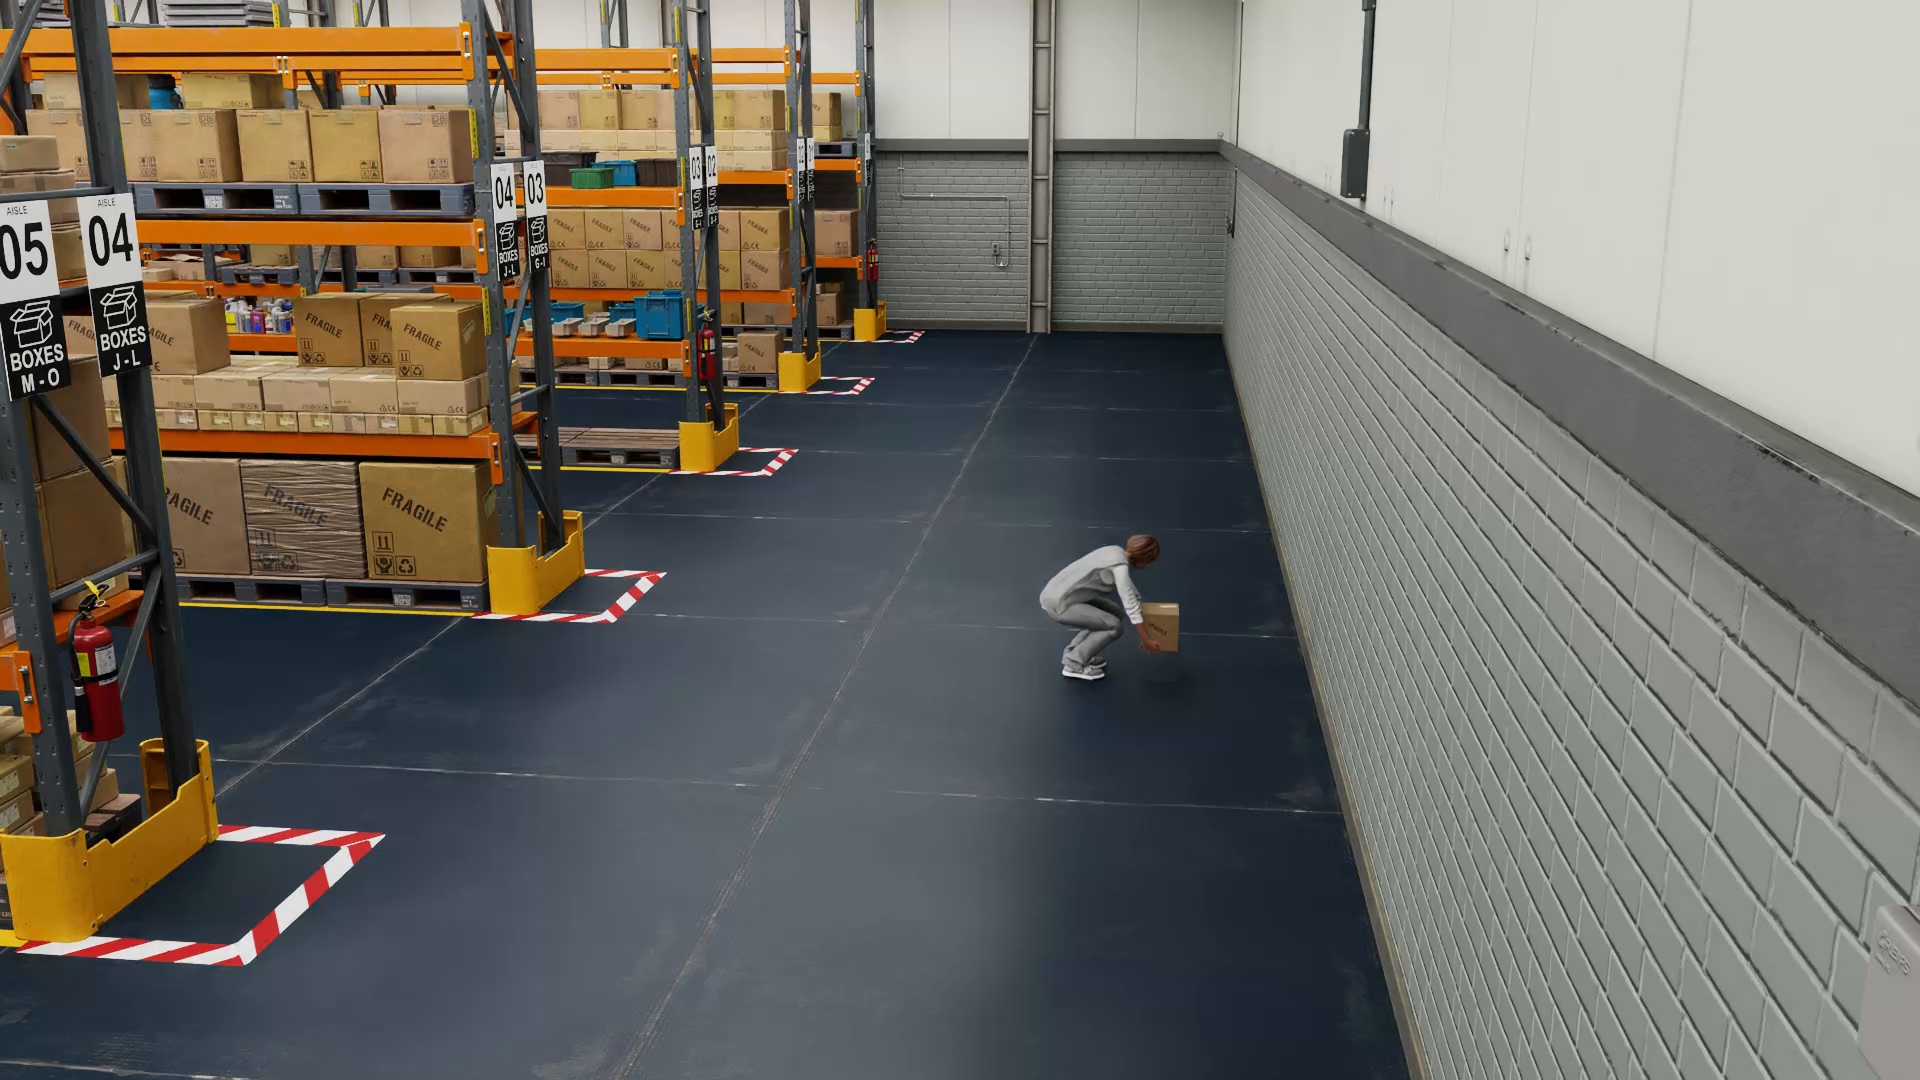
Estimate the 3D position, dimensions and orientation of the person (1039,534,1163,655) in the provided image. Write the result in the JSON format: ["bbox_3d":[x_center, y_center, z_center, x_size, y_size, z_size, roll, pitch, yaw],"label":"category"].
[{"bbox_3d":[0.917,0.339,10.755,0.801,0.754,0.428,2,15,6],"label":"person"}]
